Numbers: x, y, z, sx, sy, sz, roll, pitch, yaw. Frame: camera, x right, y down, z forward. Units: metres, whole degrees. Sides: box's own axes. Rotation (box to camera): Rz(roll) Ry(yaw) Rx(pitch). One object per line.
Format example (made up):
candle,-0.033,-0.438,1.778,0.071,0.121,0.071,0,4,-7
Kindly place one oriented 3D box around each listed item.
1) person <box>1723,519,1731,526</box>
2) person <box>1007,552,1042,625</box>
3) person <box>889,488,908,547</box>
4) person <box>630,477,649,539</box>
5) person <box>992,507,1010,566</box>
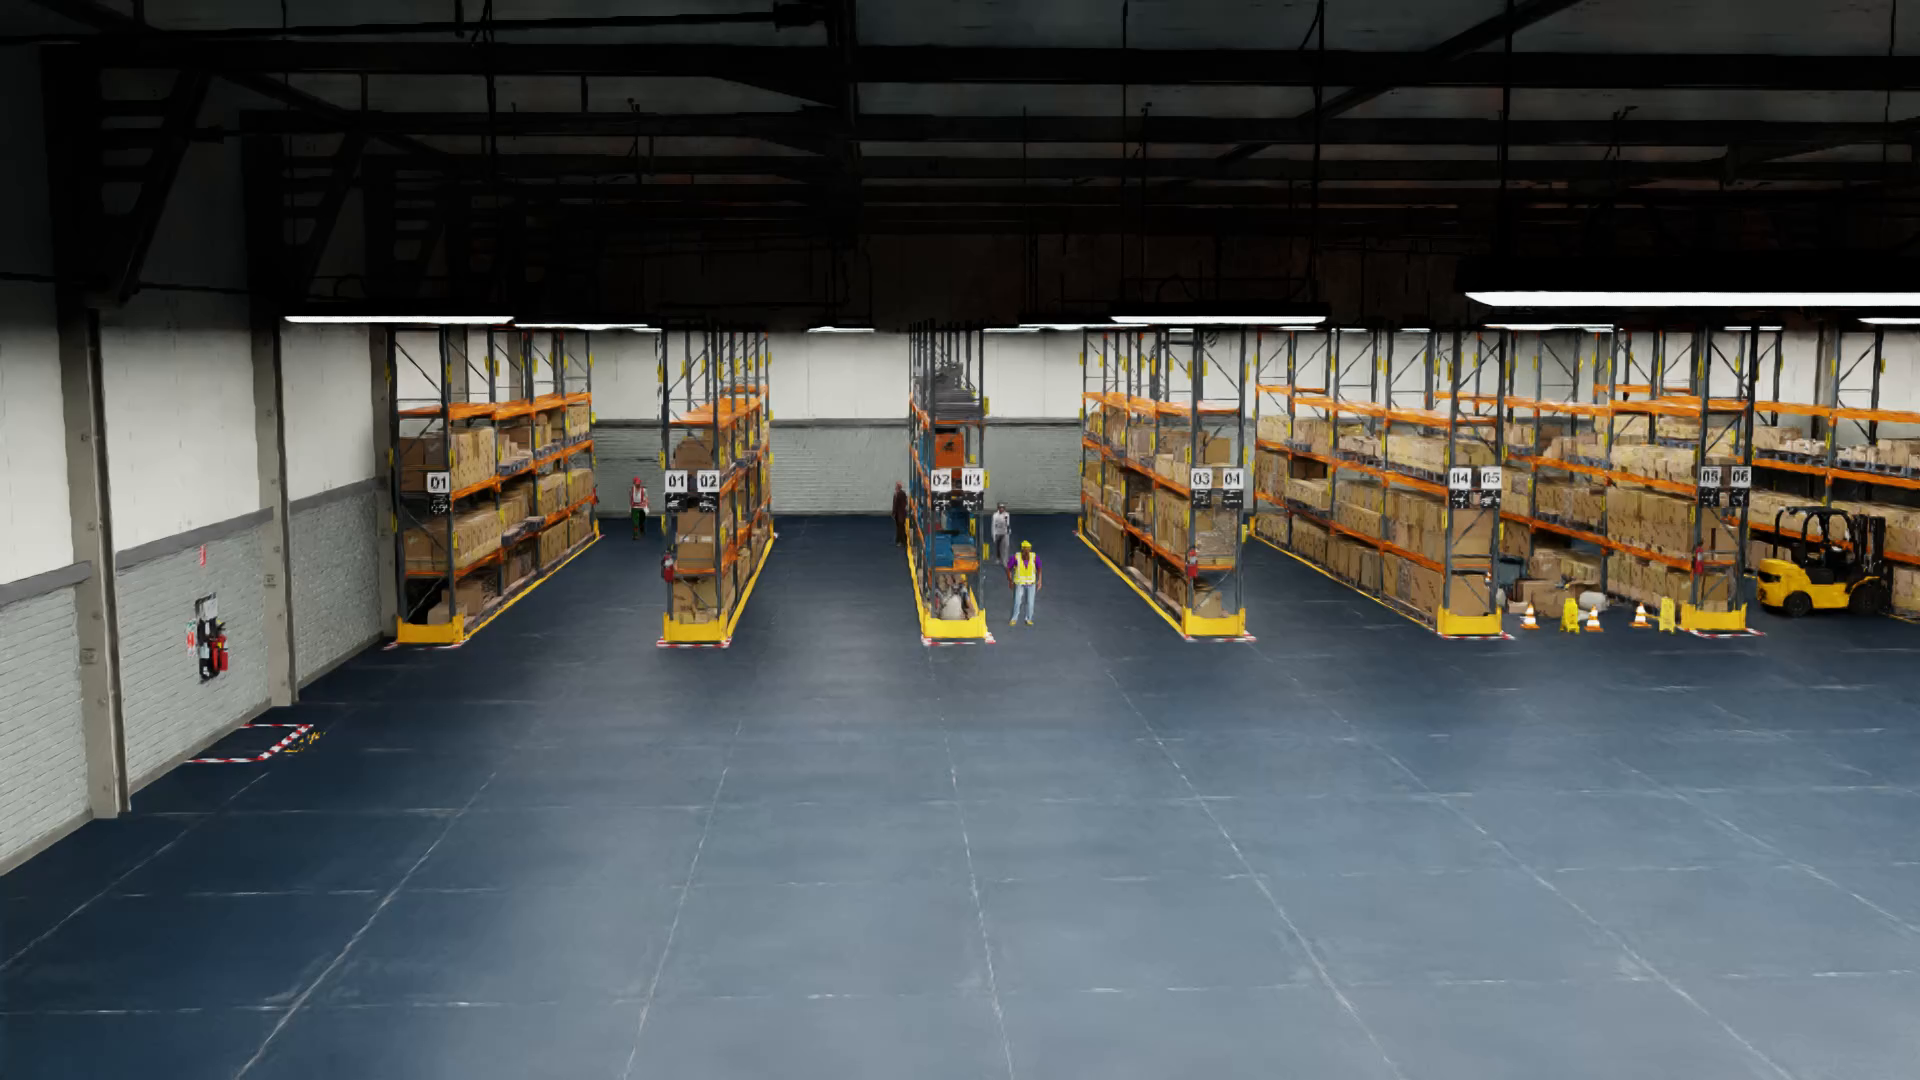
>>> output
person,16.568,0.061,36.008,0.297,1.029,0.633,4,8,27
person,1.265,0.952,32.789,0.690,1.486,0.470,-1,7,-6
person,-1.668,-0.616,44.847,0.644,1.580,0.663,2,7,17
person,-9.021,-0.907,46.716,0.567,1.736,1.043,-1,7,-4
person,1.019,-0.154,41.211,0.451,1.556,1.086,0,7,-1
